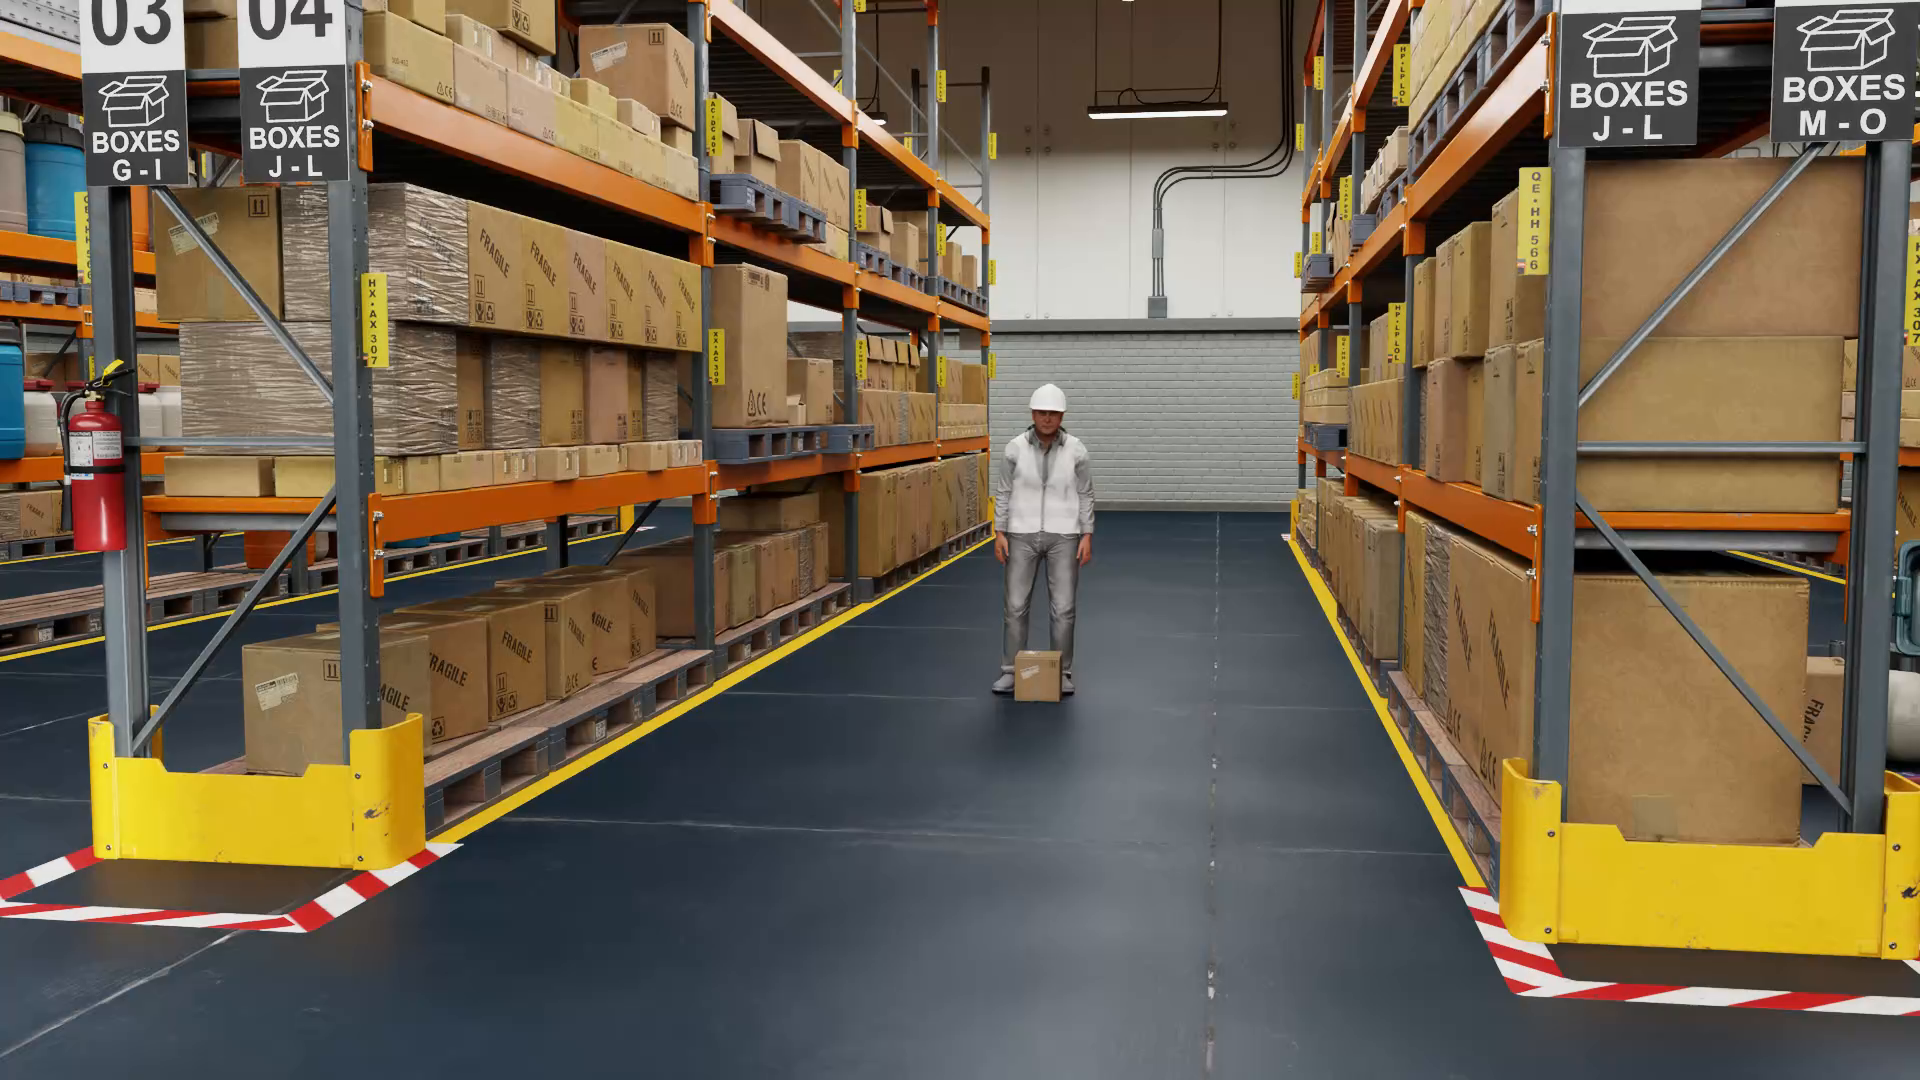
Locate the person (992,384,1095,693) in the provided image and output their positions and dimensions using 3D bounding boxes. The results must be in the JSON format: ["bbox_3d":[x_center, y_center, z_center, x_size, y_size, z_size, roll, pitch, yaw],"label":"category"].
[{"bbox_3d":[0.482,-0.008,9.594,0.587,1.767,0.463,0,4,5],"label":"person"}]
